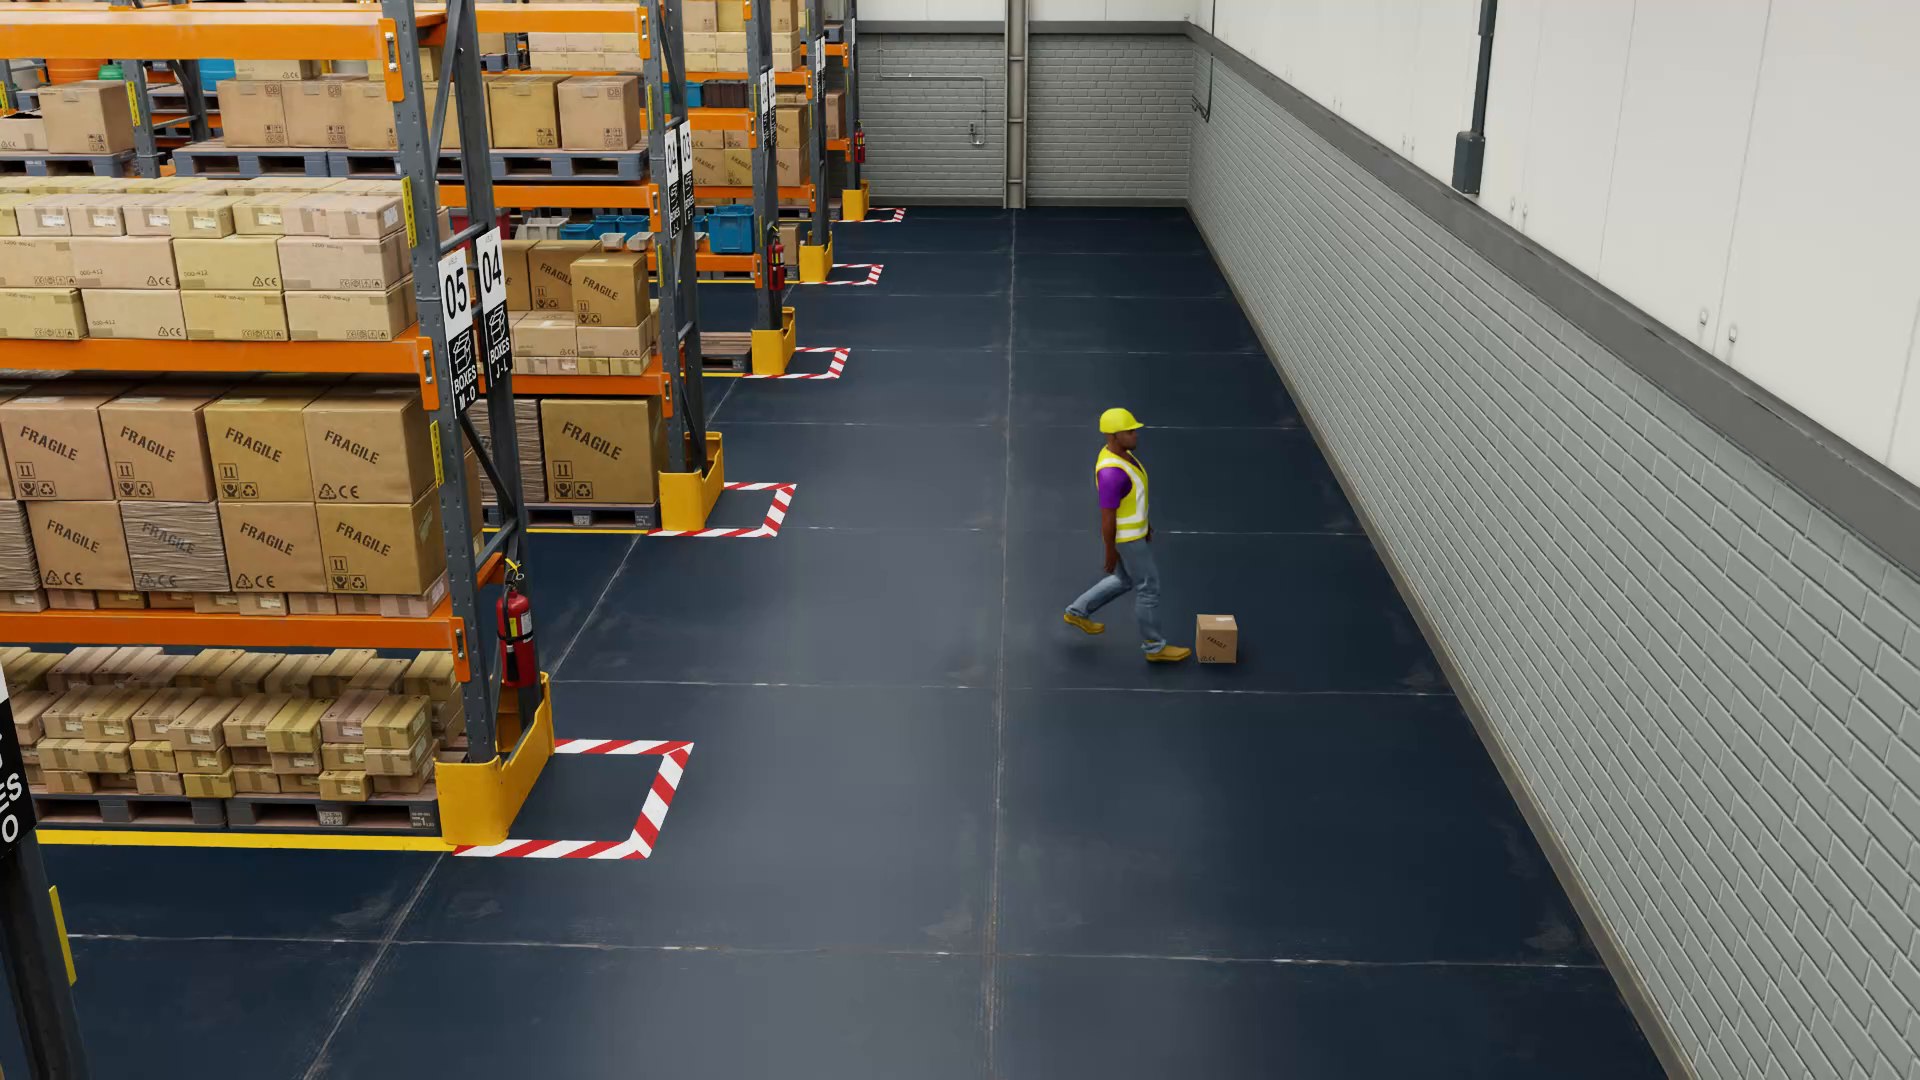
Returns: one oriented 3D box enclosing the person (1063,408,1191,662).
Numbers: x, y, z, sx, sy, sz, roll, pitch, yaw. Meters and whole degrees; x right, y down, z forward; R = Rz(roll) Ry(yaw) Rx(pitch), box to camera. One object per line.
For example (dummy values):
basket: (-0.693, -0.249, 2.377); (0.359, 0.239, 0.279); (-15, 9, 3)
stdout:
person: (1.141, -0.043, 11.150); (0.882, 1.740, 0.567); (2, 21, 5)
